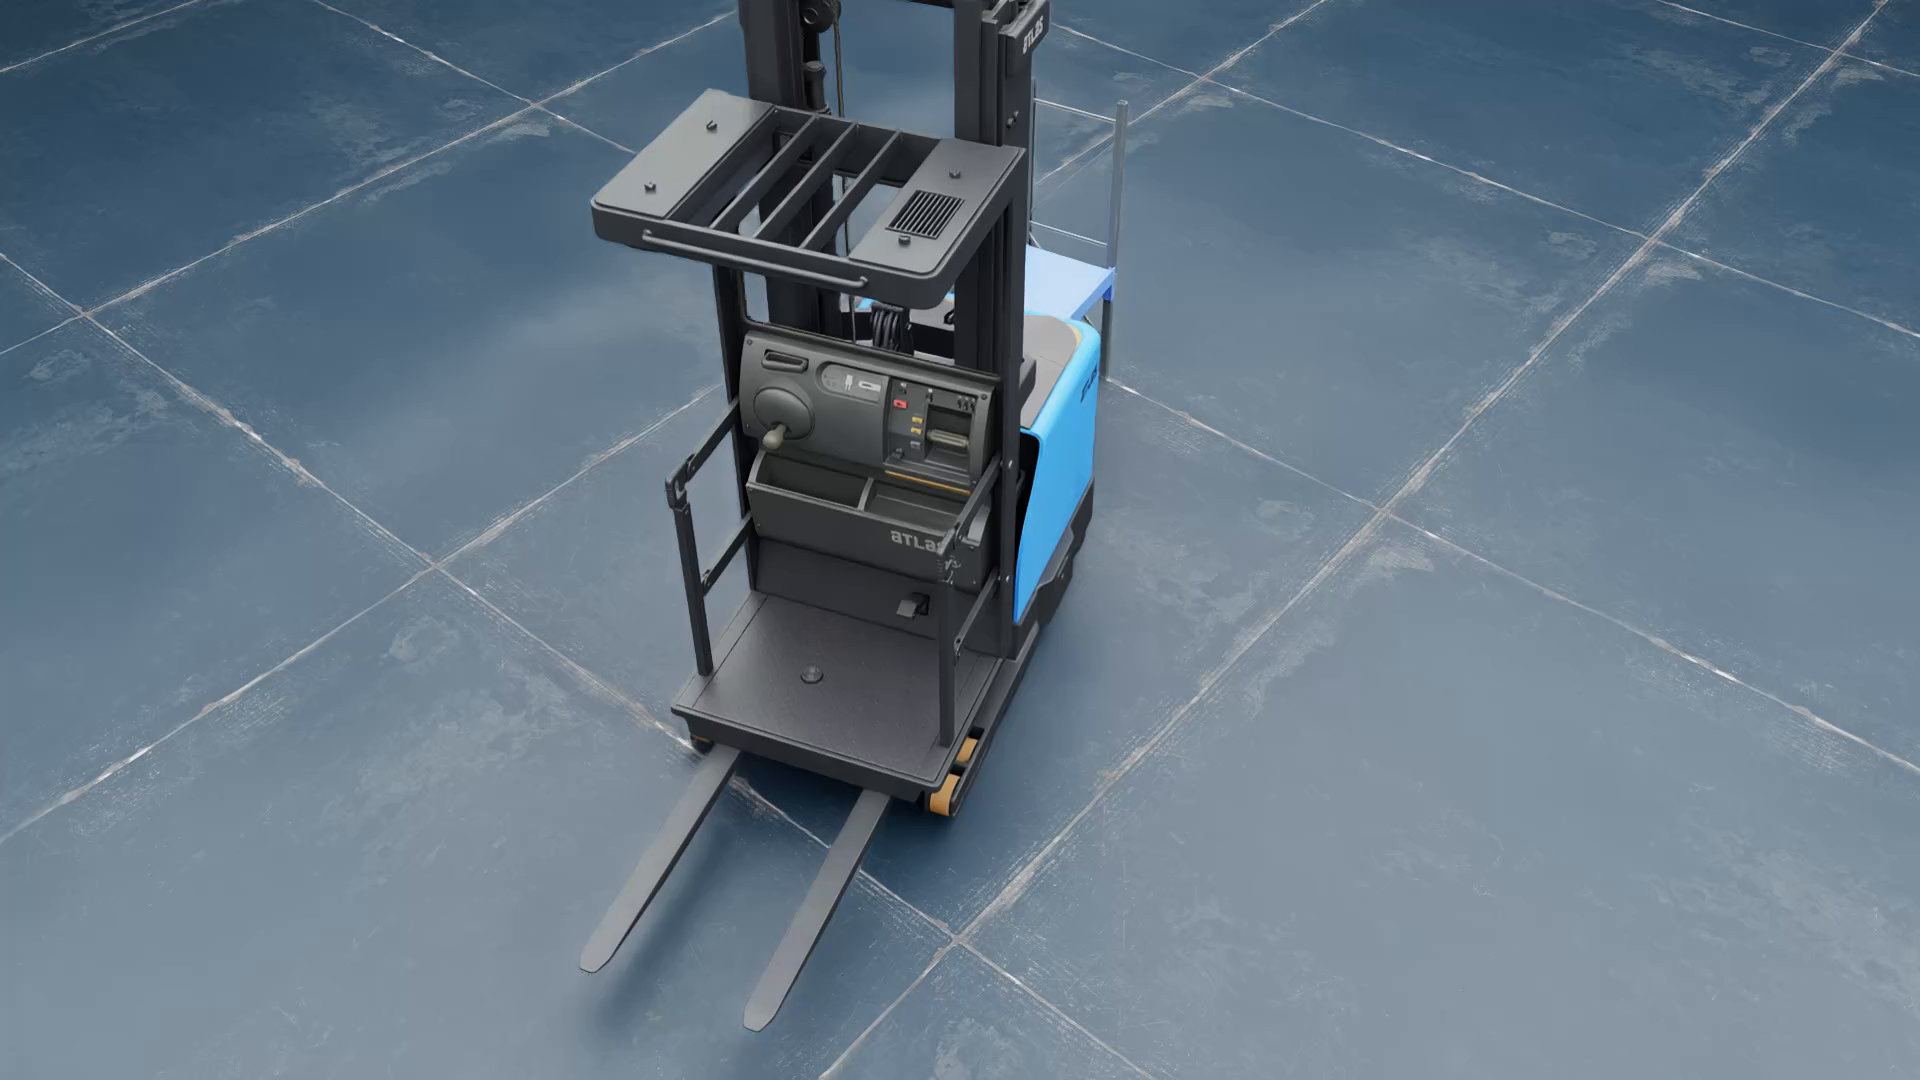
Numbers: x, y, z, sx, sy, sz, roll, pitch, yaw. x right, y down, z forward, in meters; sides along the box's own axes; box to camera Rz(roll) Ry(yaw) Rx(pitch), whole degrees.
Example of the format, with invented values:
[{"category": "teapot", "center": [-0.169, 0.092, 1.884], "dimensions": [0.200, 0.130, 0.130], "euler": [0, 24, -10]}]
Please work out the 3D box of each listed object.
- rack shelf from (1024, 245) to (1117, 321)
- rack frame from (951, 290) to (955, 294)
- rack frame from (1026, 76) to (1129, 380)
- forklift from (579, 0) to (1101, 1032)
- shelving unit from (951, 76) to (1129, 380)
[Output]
[{"category": "rack shelf", "center": [0.266, -1.019, 7.706], "dimensions": [0.538, 0.185, 1.000], "euler": [21, 46, 22]}, {"category": "rack frame", "center": [0.013, -0.856, 7.259], "dimensions": [0.500, 1.500, 0.032], "euler": [21, 46, 22]}, {"category": "rack frame", "center": [0.519, -1.449, 7.911], "dimensions": [0.500, 1.500, 0.032], "euler": [21, 46, 22]}, {"category": "forklift", "center": [-0.414, -0.365, 5.655], "dimensions": [1.130, 2.935, 3.031], "euler": [15, 44, 15]}, {"category": "shelving unit", "center": [0.266, -1.153, 7.585], "dimensions": [0.538, 1.500, 1.048], "euler": [21, 46, 22]}]
